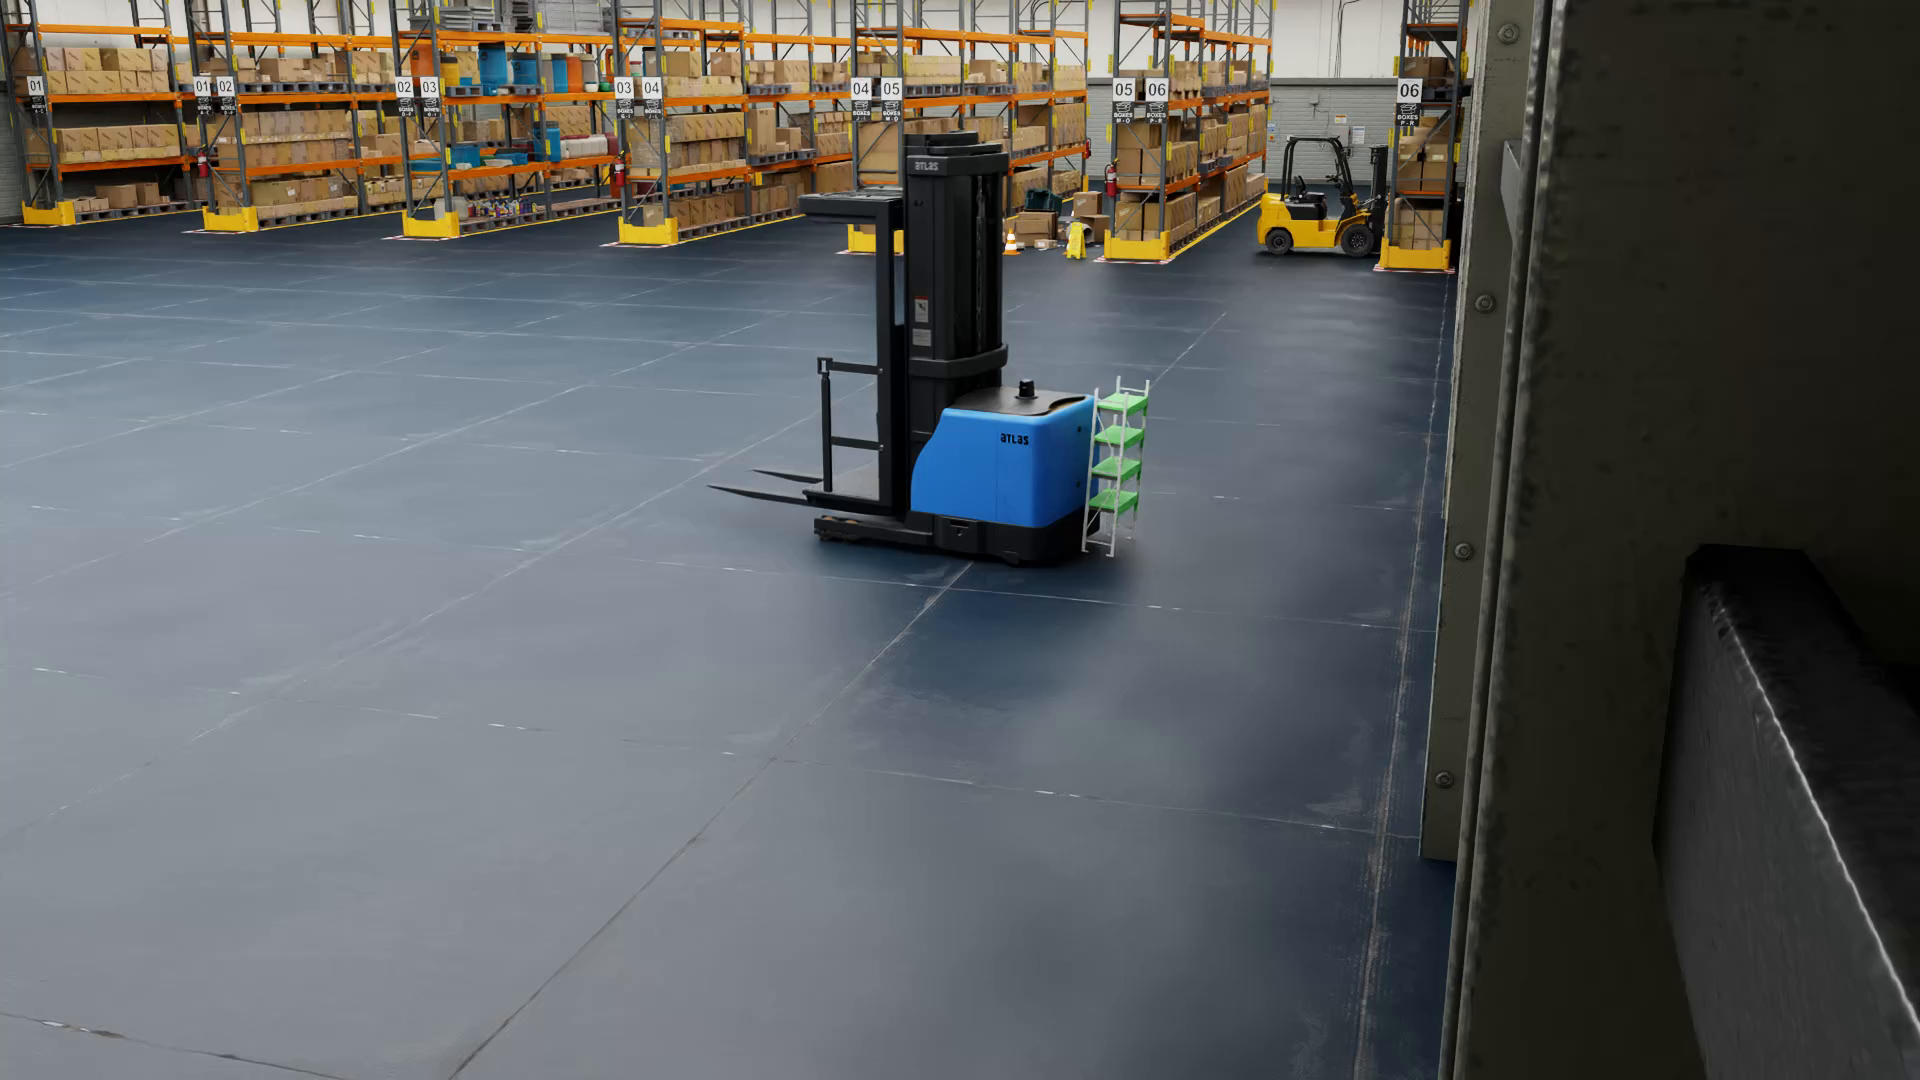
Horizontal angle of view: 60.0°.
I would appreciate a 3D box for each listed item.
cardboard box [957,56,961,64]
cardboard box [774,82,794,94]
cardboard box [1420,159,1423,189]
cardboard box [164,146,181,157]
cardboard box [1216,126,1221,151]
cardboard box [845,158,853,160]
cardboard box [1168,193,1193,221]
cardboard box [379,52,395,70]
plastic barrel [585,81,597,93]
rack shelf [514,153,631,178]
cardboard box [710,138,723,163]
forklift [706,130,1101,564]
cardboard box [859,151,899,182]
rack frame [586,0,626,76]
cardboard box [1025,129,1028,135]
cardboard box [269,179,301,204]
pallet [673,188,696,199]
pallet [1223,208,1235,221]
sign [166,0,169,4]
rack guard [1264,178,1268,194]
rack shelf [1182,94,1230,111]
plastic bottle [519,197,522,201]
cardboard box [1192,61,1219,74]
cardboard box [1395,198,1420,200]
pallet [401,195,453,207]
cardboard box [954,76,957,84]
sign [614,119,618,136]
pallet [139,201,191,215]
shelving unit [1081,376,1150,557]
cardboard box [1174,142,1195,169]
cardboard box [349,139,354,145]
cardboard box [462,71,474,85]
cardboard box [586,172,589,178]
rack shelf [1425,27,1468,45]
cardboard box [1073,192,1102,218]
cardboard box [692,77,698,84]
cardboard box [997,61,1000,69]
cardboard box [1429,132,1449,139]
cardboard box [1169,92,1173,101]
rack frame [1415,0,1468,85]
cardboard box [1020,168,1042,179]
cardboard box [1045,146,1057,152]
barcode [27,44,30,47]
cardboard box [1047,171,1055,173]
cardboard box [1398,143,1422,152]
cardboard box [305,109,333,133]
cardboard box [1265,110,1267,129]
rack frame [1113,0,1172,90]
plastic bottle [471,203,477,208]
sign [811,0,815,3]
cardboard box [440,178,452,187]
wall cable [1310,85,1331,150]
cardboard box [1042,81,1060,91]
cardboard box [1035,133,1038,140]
[{"bbox_3d":[-0.201,-9.868,34.171,0.380,0.149,0.250,4,16,15],"label":"cardboard box"},{"bbox_3d":[-4.166,-10.455,38.471,0.500,0.250,0.500,5,17,17],"label":"cardboard box"},{"bbox_3d":[8.040,-6.576,29.835,0.500,0.500,0.500,5,17,18],"label":"cardboard box"},{"bbox_3d":[-19.220,-9.385,40.160,0.500,0.250,0.500,5,16,16],"label":"cardboard box"},{"bbox_3d":[5.368,-8.706,36.027,0.500,0.500,0.500,3,16,12],"label":"cardboard box"},{"bbox_3d":[-3.018,-9.547,43.615,1.225,0.875,0.875,5,16,16],"label":"cardboard box"},{"bbox_3d":[4.319,-6.606,33.017,0.500,0.500,0.500,5,17,17],"label":"cardboard box"},{"bbox_3d":[-16.631,-13.835,48.060,0.500,0.500,0.500,4,16,15],"label":"cardboard box"},{"bbox_3d":[-8.879,-10.899,40.016,0.301,0.262,0.301,0,16,0],"label":"plastic barrel"},{"bbox_3d":[-9.309,-9.004,39.896,1.077,0.370,4.000,5,16,16],"label":"rack shelf"},{"bbox_3d":[-5.538,-8.255,35.207,0.875,0.500,0.500,5,16,16],"label":"cardboard box"},{"bbox_3d":[-0.503,-1.508,12.273,3.031,2.935,1.130,9,18,28],"label":"forklift"},{"bbox_3d":[-1.477,-7.158,31.795,0.875,0.550,0.550,5,16,16],"label":"cardboard box"},{"bbox_3d":[-8.741,-12.760,40.824,1.000,3.000,0.127,5,16,16],"label":"rack frame"},{"bbox_3d":[1.424,-9.896,40.321,0.380,0.149,0.250,5,17,18],"label":"cardboard box"},{"bbox_3d":[-15.127,-7.792,37.197,0.500,0.500,0.500,5,16,16],"label":"cardboard box"},{"bbox_3d":[-7.864,-9.380,45.013,1.003,0.211,1.213,5,16,16],"label":"pallet"},{"bbox_3d":[5.805,-7.580,38.666,1.003,0.211,1.213,5,16,16],"label":"pallet"},{"bbox_3d":[-18.861,-12.922,39.540,0.100,0.325,0.005,5,16,16],"label":"sign"},{"bbox_3d":[7.789,-9.618,45.322,1.175,0.500,0.348,5,16,16],"label":"rack guard"},{"bbox_3d":[4.941,-9.295,35.423,1.077,0.370,4.000,5,16,16],"label":"rack shelf"},{"bbox_3d":[-9.923,-7.585,37.621,0.144,0.351,0.185,5,16,16],"label":"plastic bottle"},{"bbox_3d":[5.055,-9.741,34.267,0.500,0.250,0.500,4,16,15],"label":"cardboard box"},{"bbox_3d":[8.539,-6.416,31.888,0.500,0.250,0.500,5,16,16],"label":"cardboard box"},{"bbox_3d":[-13.760,-8.705,42.632,1.003,0.211,1.213,5,16,16],"label":"pallet"},{"bbox_3d":[-0.271,-9.418,34.048,0.380,0.149,0.250,5,17,17],"label":"cardboard box"},{"bbox_3d":[-6.792,-8.154,32.879,0.100,0.325,0.005,5,16,16],"label":"sign"},{"bbox_3d":[-19.533,-8.075,40.413,1.003,0.211,1.213,5,16,16],"label":"pallet"},{"bbox_3d":[1.121,-0.534,11.984,0.258,1.200,0.503,11,19,21],"label":"shelving unit"},{"bbox_3d":[4.345,-7.595,32.881,0.500,0.500,0.500,5,17,18],"label":"cardboard box"},{"bbox_3d":[-17.245,-11.202,46.750,0.380,0.149,0.250,5,16,16],"label":"cardboard box"},{"bbox_3d":[-13.252,-12.000,43.460,0.910,0.500,0.500,5,16,16],"label":"cardboard box"},{"bbox_3d":[-11.335,-10.940,49.788,0.380,0.166,0.250,5,16,16],"label":"cardboard box"},{"bbox_3d":[11.974,-12.445,41.040,1.077,0.370,4.000,5,16,16],"label":"rack shelf"},{"bbox_3d":[2.657,-6.966,34.587,0.500,0.500,0.500,5,16,16],"label":"cardboard box"},{"bbox_3d":[-5.564,-9.351,33.848,0.380,0.149,0.250,4,16,13],"label":"cardboard box"},{"bbox_3d":[0.732,-11.199,39.233,0.396,0.266,0.258,5,16,16],"label":"cardboard box"},{"bbox_3d":[10.565,-8.710,36.587,0.500,0.500,0.500,5,17,18],"label":"cardboard box"},{"bbox_3d":[3.641,-8.012,30.042,0.380,0.149,0.250,5,16,16],"label":"cardboard box"},{"bbox_3d":[10.269,-11.223,35.407,1.000,3.000,0.127,5,16,16],"label":"rack frame"},{"bbox_3d":[1.743,-9.137,41.484,0.500,0.250,0.500,5,17,19],"label":"cardboard box"},{"bbox_3d":[2.265,-10.053,42.735,0.380,0.149,0.250,5,17,18],"label":"cardboard box"},{"bbox_3d":[-20.791,-11.034,37.123,0.001,0.075,0.075,5,16,16],"label":"barcode"},{"bbox_3d":[2.385,-9.969,45.343,0.380,0.149,0.250,4,16,13],"label":"cardboard box"},{"bbox_3d":[7.936,-6.924,29.328,0.380,0.149,0.250,5,16,16],"label":"cardboard box"},{"bbox_3d":[-14.888,-9.636,38.243,0.700,0.500,0.500,5,16,16],"label":"cardboard box"},{"bbox_3d":[7.874,-11.199,44.299,0.500,0.500,0.500,5,17,18],"label":"cardboard box"},{"bbox_3d":[3.236,-9.514,29.382,1.000,3.000,0.127,5,16,16],"label":"rack frame"},{"bbox_3d":[-10.776,-7.297,36.742,0.152,0.276,0.135,4,16,14],"label":"plastic bottle"},{"bbox_3d":[-3.469,-12.824,39.193,0.100,0.325,0.005,5,16,16],"label":"sign"},{"bbox_3d":[-13.402,-9.252,42.691,0.500,0.311,0.500,5,17,17],"label":"cardboard box"},{"bbox_3d":[10.726,-12.673,49.650,0.588,1.984,0.122,5,16,16],"label":"wall cable"},{"bbox_3d":[2.256,-11.597,42.495,0.500,0.250,0.500,5,17,19],"label":"cardboard box"},{"bbox_3d":[1.727,-10.024,41.320,0.380,0.149,0.250,4,16,14],"label":"cardboard box"}]
